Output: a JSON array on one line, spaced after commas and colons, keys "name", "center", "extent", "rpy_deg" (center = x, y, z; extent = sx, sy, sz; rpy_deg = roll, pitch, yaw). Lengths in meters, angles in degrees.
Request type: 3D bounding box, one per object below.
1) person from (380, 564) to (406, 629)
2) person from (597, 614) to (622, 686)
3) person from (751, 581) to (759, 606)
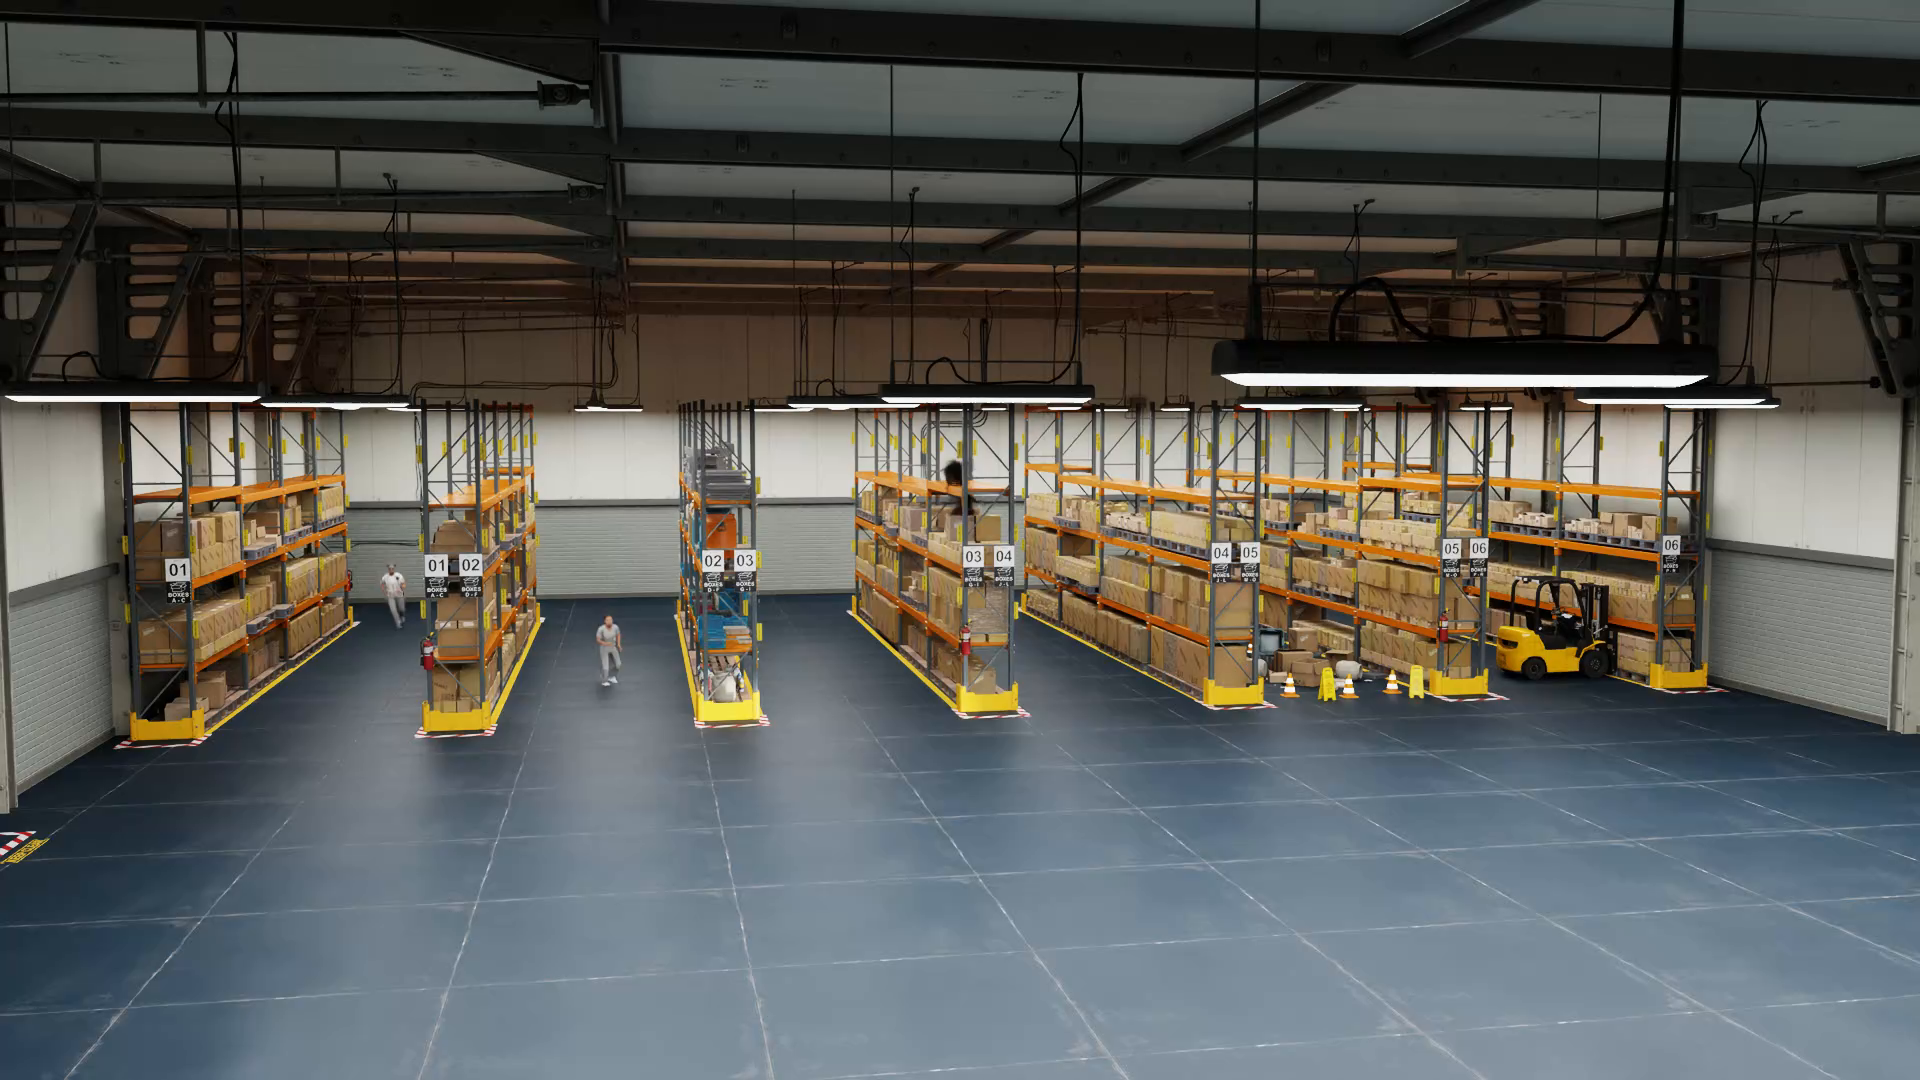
[{"name": "person", "center": [-15.254, 1.494, 44.759], "extent": [0.659, 1.740, 0.763], "rpy_deg": [-1, 5, -17]}, {"name": "person", "center": [-7.359, 2.317, 34.886], "extent": [0.562, 1.560, 0.751], "rpy_deg": [-2, 5, -29]}, {"name": "person", "center": [-6.354, 1.066, 49.899], "extent": [0.872, 1.842, 0.671], "rpy_deg": [1, 5, 19]}]
